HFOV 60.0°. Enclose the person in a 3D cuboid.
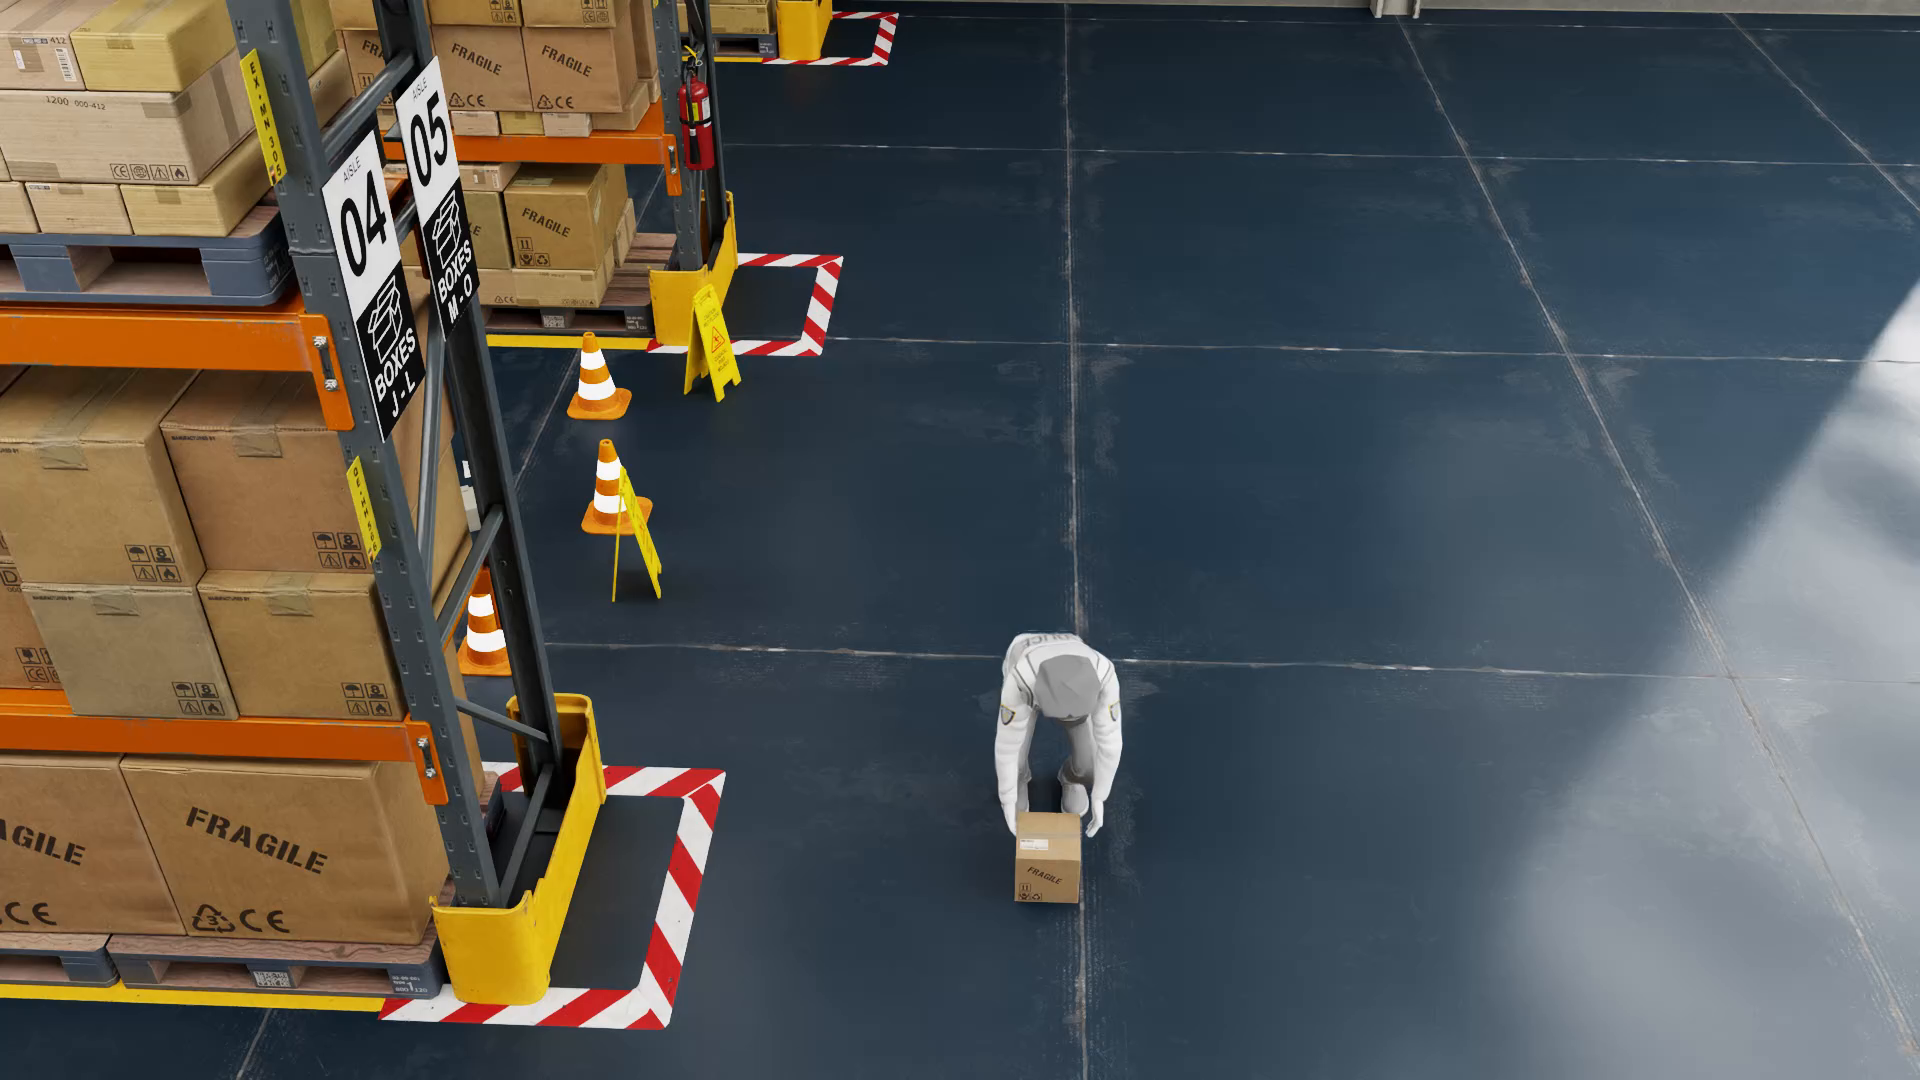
[{"bbox_3d":[0.391,0.728,6.636,0.502,1.051,0.832,1,36,2],"label":"person"}]
